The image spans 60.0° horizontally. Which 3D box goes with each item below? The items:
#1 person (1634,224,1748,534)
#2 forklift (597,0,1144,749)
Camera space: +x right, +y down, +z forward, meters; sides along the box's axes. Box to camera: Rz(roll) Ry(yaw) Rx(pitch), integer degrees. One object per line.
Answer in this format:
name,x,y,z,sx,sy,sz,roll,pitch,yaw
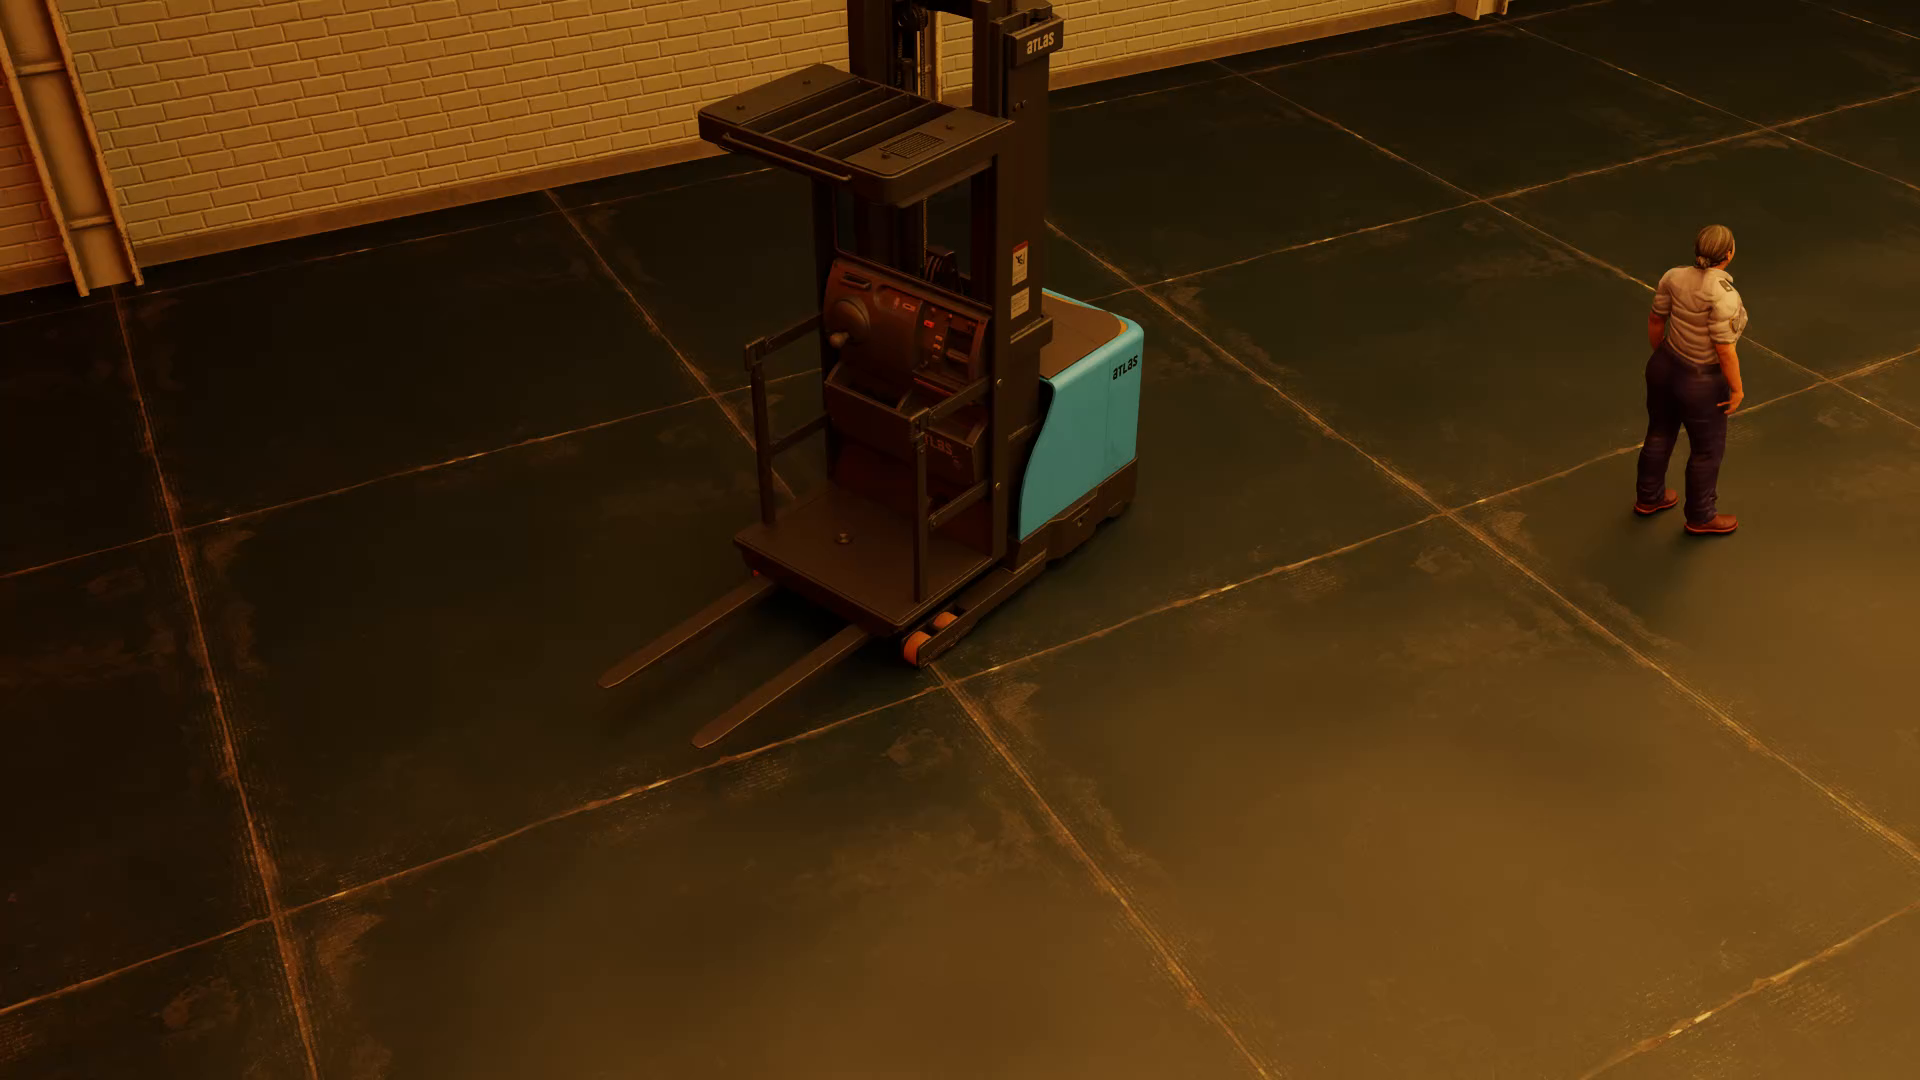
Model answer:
person,3.757,-0.827,8.391,0.503,1.650,0.599,-15,38,-20
forklift,-0.390,-0.927,7.434,1.130,2.935,3.031,26,43,31
